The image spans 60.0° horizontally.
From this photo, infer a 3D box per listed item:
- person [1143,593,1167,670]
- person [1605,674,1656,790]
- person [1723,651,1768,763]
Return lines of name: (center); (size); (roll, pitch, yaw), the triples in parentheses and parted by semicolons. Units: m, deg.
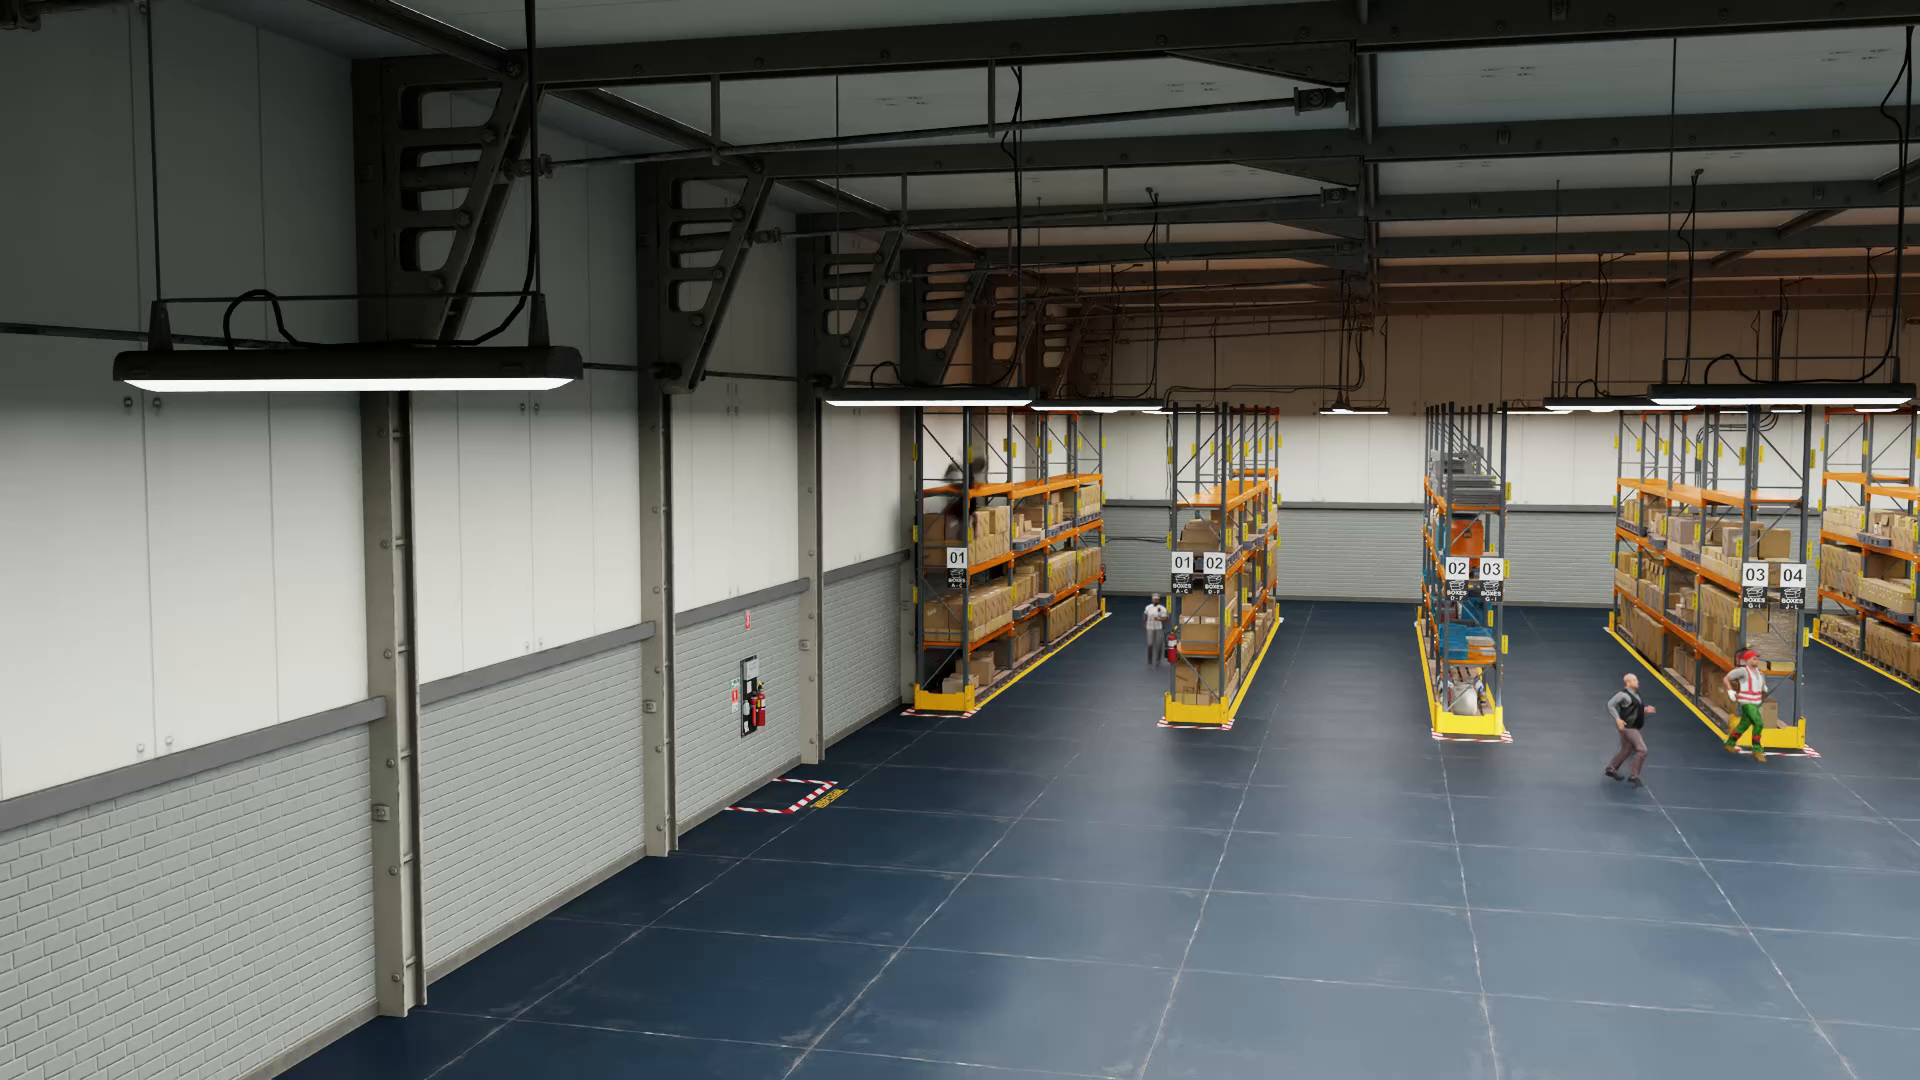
person: (4.448, 2.079, 37.952); (0.549, 1.760, 0.766); (1, 4, 10)
person: (10.385, 2.963, 25.783); (0.759, 1.783, 0.624); (3, 5, 38)
person: (13.247, 2.768, 27.885); (0.724, 1.814, 0.806); (-3, 5, -36)
